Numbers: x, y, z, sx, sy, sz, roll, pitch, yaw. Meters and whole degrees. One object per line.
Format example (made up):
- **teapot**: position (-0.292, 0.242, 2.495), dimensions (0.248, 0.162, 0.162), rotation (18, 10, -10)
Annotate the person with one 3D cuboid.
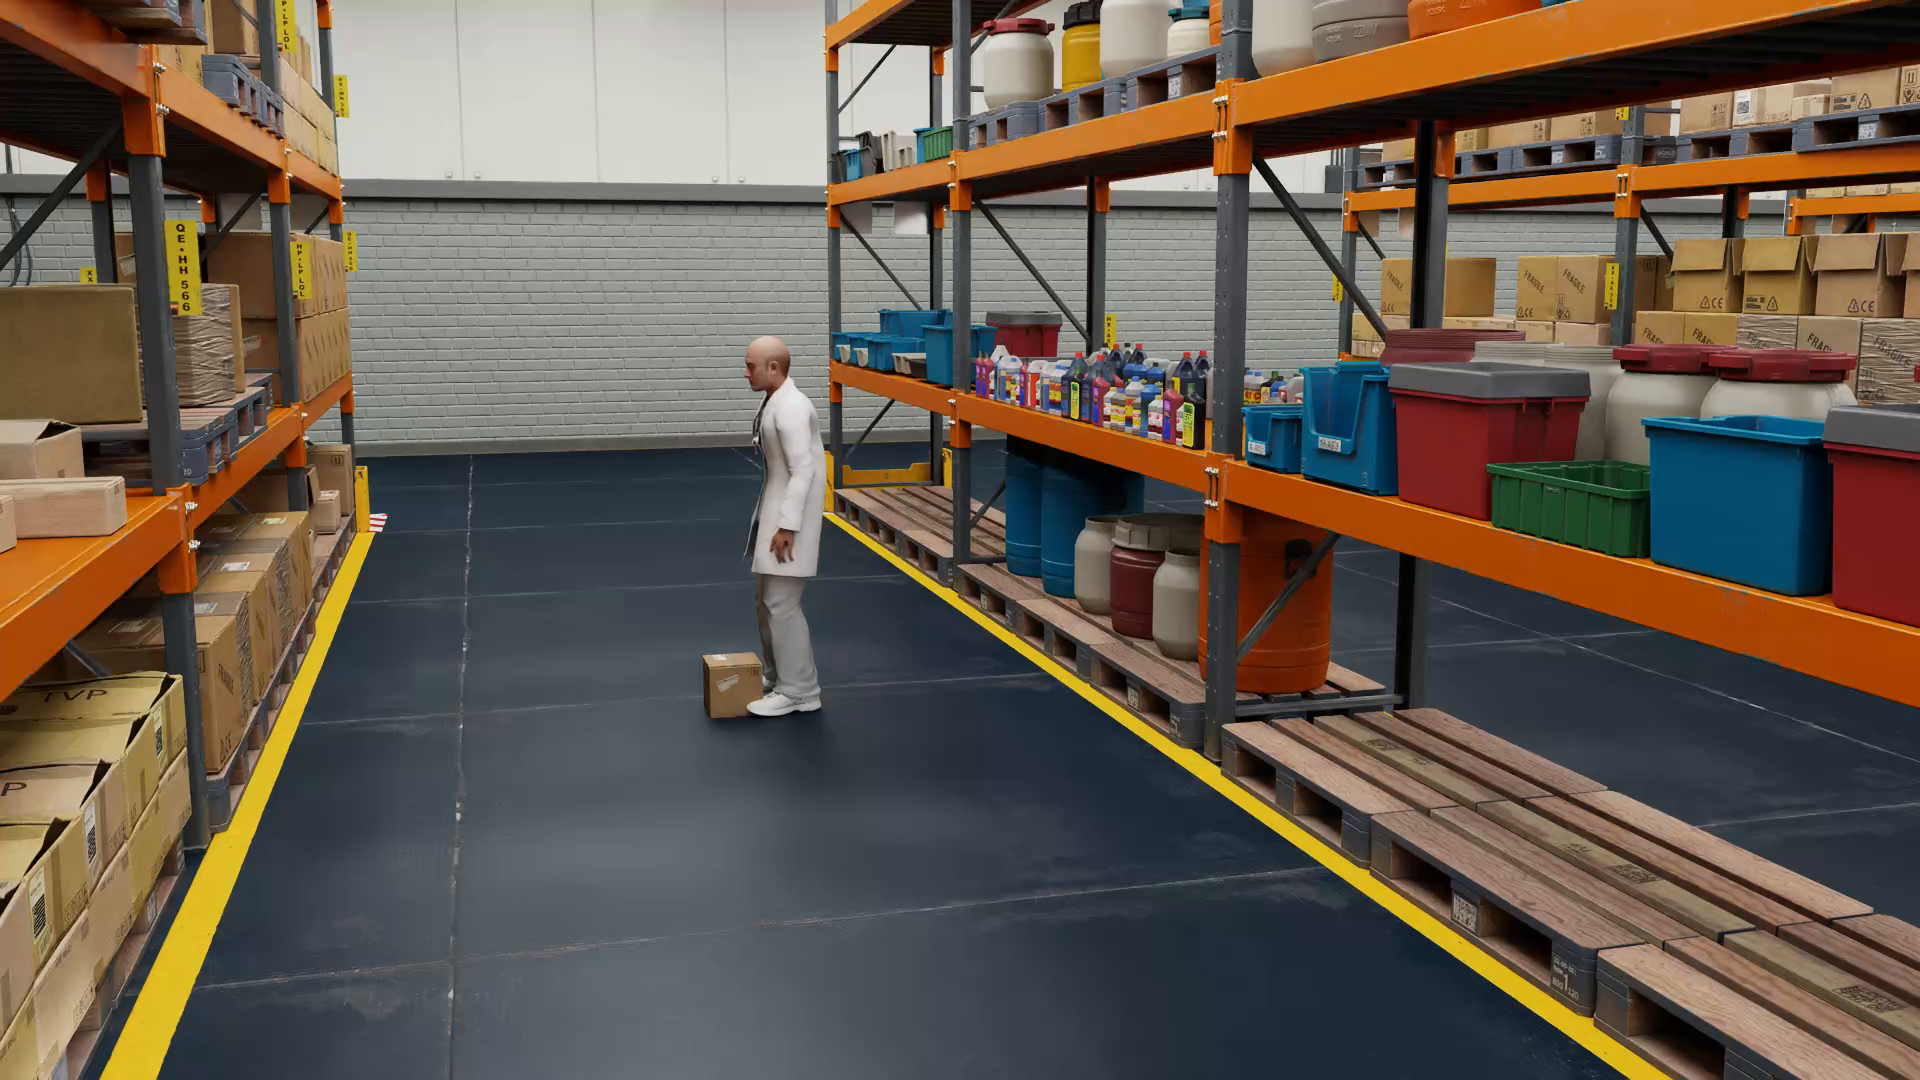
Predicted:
- **person**: position (-0.851, -0.075, 7.890), dimensions (0.427, 1.773, 0.642), rotation (-3, 9, -16)
